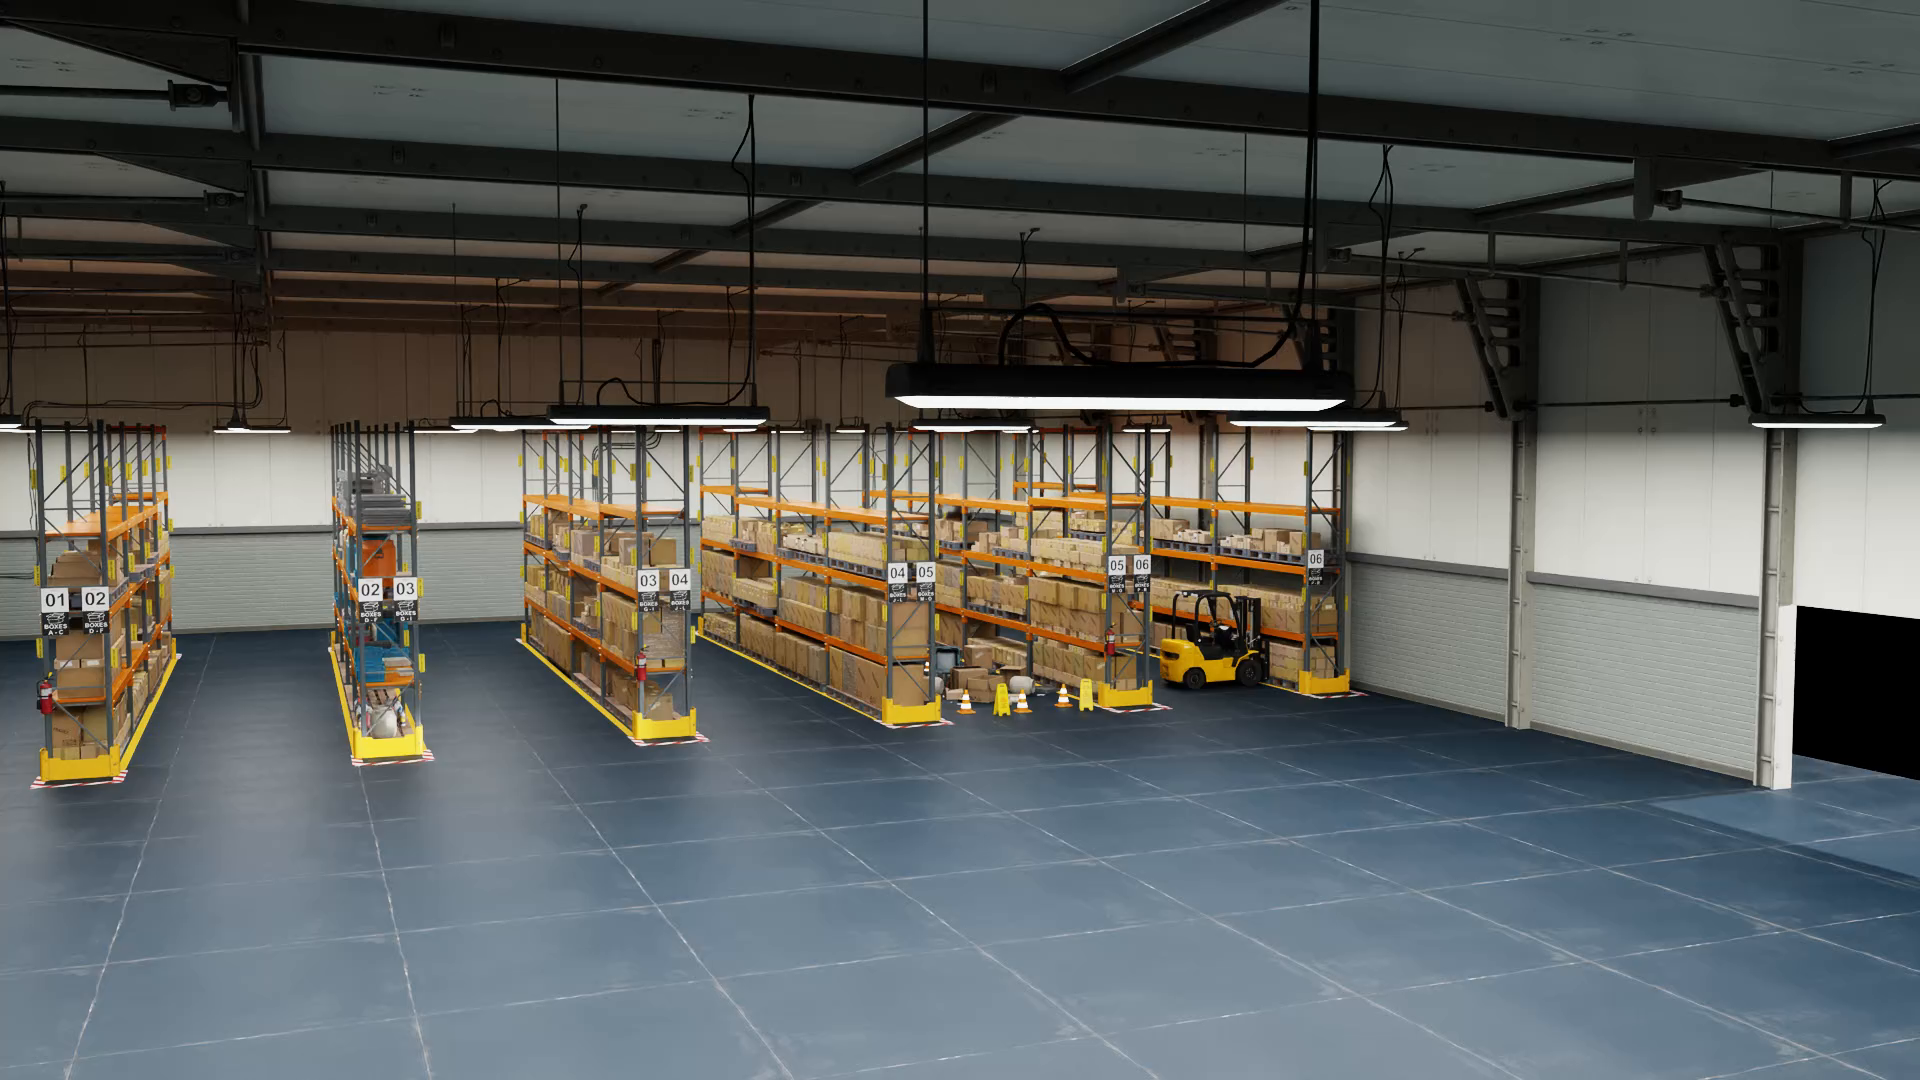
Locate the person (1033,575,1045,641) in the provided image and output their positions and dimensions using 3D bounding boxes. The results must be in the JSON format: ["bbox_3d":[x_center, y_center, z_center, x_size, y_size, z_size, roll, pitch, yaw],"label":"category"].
[{"bbox_3d":[2.156,1.853,45.258,0.471,1.780,0.657,0,4,1],"label":"person"}]
